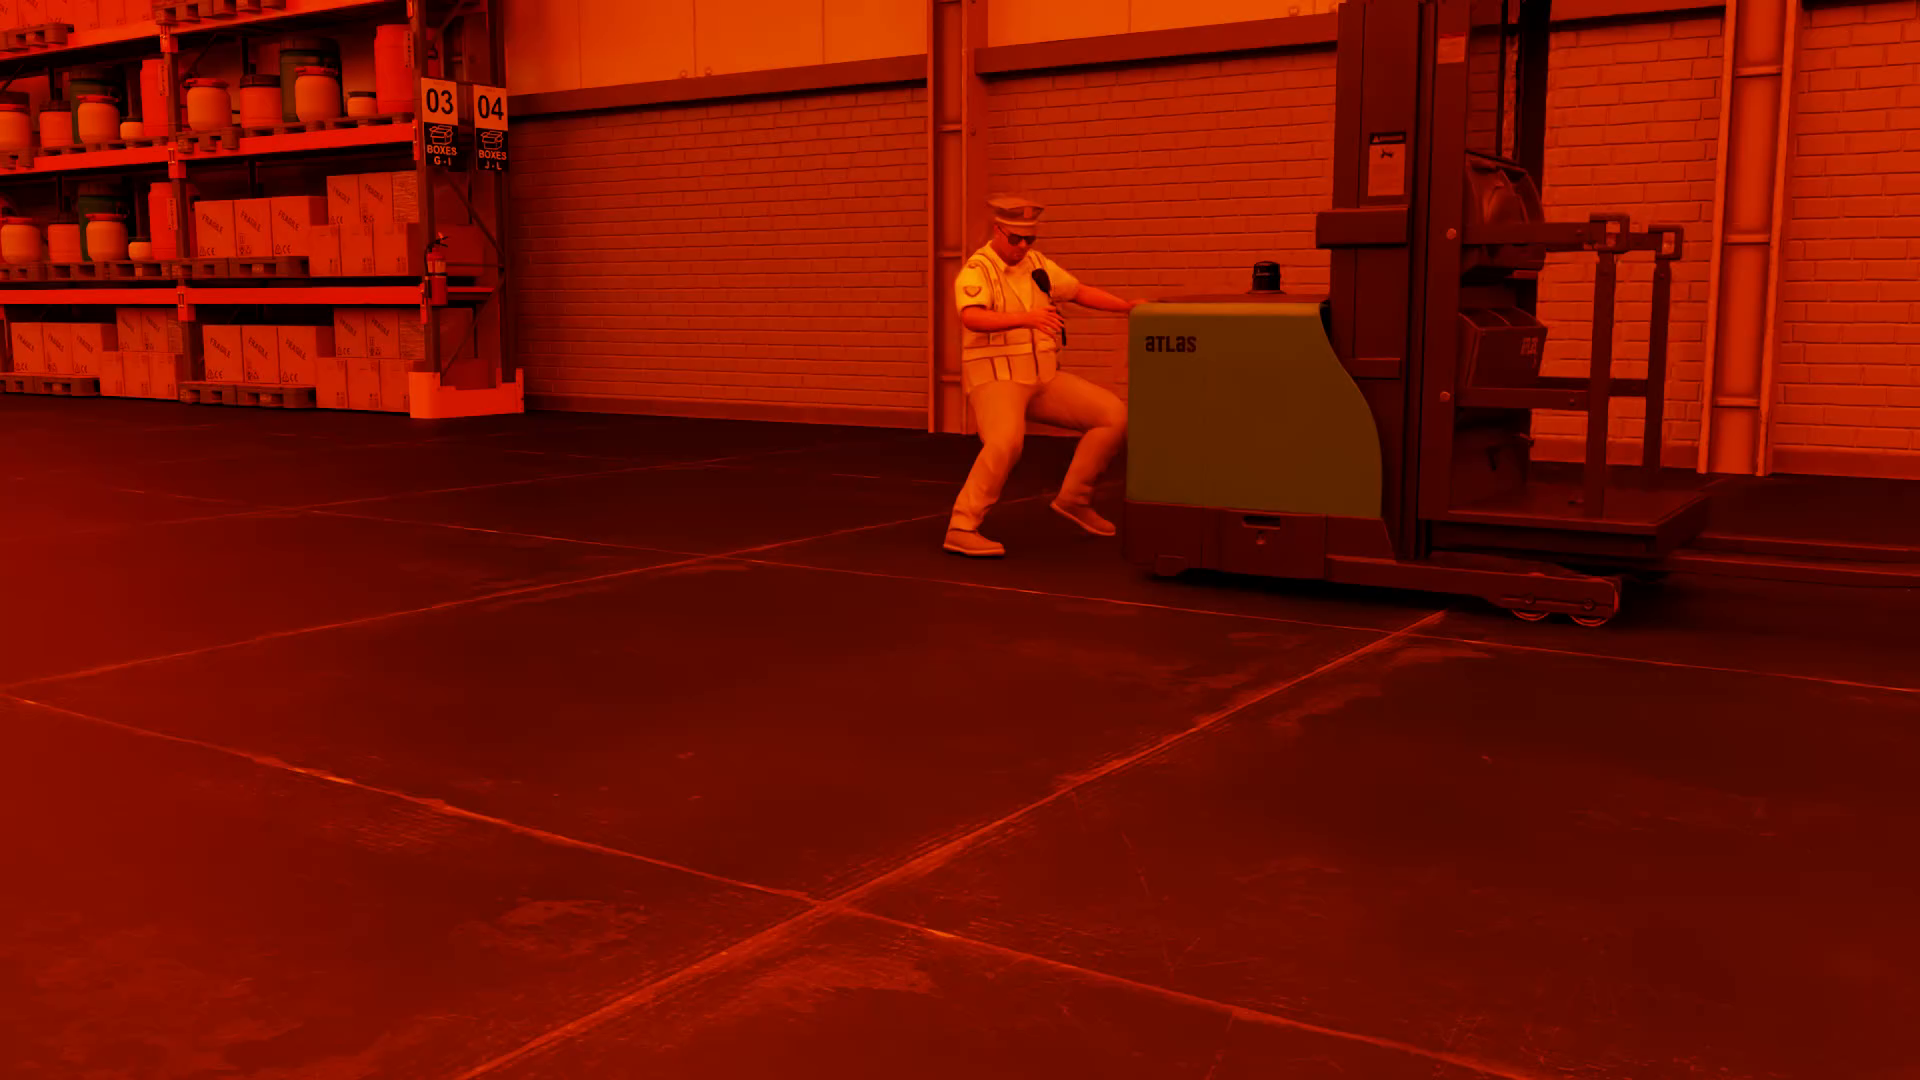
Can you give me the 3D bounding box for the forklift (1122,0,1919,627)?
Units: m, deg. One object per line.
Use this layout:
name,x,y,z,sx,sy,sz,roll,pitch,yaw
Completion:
forklift,2.154,-1.245,5.948,3.031,2.935,1.130,5,10,32

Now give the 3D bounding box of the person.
person,0.356,-0.741,7.364,1.006,1.530,0.787,-6,10,-36
